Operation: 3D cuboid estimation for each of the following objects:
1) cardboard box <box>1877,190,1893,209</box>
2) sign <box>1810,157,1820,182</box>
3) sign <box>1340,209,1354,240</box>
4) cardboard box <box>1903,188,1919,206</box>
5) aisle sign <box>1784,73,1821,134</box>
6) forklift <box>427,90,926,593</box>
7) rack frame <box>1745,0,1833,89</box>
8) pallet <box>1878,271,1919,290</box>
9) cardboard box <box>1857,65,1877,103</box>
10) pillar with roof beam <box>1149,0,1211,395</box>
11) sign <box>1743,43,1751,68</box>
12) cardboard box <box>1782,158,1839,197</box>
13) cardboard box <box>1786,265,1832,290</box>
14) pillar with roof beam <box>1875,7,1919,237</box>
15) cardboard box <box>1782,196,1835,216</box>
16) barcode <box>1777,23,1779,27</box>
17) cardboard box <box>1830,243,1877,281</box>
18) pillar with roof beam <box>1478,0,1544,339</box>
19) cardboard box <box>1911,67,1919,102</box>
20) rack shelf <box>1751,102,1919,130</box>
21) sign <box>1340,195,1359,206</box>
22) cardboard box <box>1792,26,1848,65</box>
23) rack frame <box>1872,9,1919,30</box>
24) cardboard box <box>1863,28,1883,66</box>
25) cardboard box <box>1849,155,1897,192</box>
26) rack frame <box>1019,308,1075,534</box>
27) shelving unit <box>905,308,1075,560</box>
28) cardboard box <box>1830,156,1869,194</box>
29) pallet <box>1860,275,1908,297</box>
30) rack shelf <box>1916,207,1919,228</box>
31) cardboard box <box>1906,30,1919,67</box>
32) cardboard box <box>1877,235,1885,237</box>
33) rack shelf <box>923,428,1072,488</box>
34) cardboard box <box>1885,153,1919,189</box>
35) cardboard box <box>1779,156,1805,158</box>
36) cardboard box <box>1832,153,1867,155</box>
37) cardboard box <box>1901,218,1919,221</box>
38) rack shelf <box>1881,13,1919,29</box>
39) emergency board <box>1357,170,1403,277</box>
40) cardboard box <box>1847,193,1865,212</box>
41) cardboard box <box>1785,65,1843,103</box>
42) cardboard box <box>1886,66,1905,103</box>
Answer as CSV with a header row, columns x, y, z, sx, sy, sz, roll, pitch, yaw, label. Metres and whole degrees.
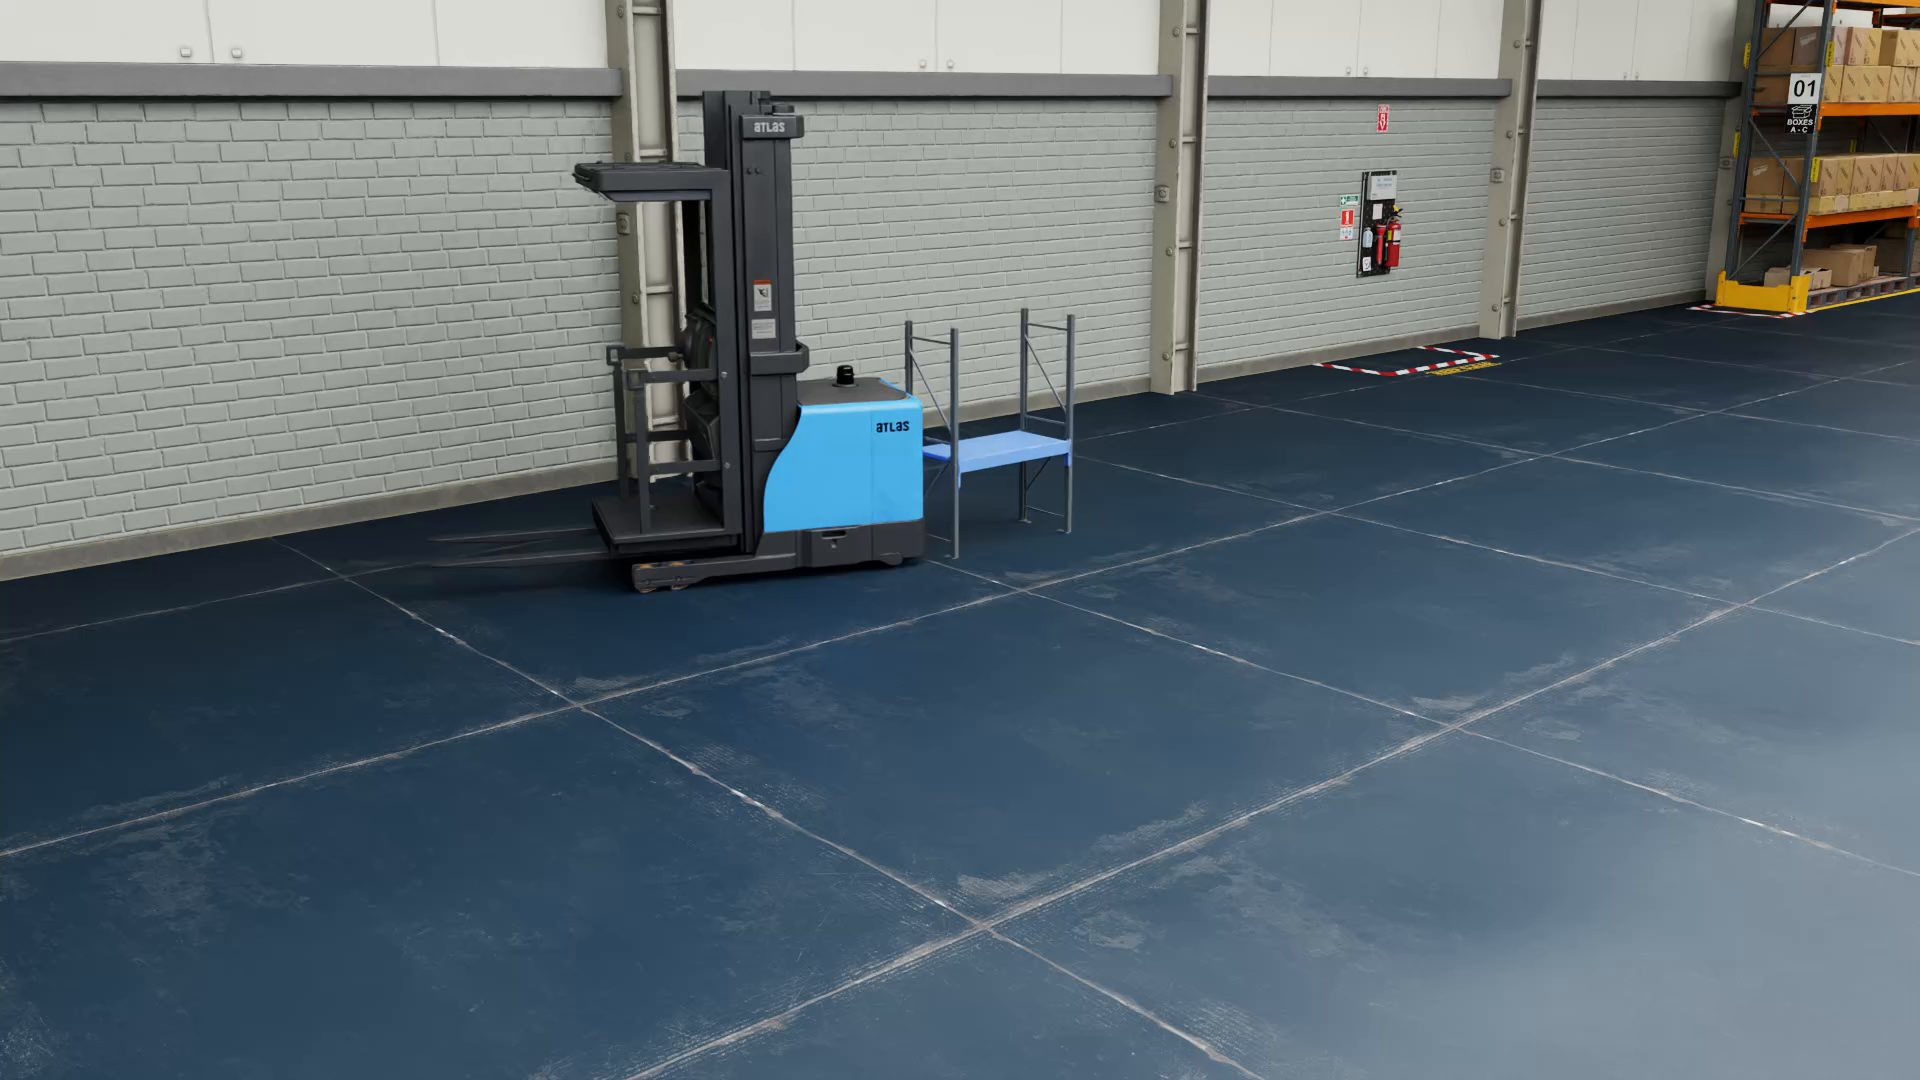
x,y,z,sx,sy,sz,roll,pitch,yaw,label
13.366,-5.022,24.492,0.500,0.250,0.500,-13,20,-40,cardboard box
11.614,-5.030,22.593,0.005,0.325,0.100,-13,19,-39,sign
4.317,-3.521,18.549,0.234,0.329,0.001,-13,19,-39,sign
14.116,-5.193,25.132,0.500,0.250,0.500,-13,19,-39,cardboard box
11.400,-5.903,22.500,0.004,0.787,0.394,-13,19,-39,aisle sign
-1.795,-1.251,10.254,3.031,2.935,1.130,-5,16,-18,forklift
11.257,-7.616,22.326,0.127,3.000,1.000,-13,19,-39,rack frame
14.861,-4.180,26.491,1.213,0.211,1.003,-13,19,-39,pallet
12.491,-6.406,23.374,0.500,0.500,0.500,-12,19,-37,cardboard box
4.991,-5.032,12.652,0.400,9.000,9.100,-13,19,-39,pillar with roof beam
10.908,-6.706,23.016,0.005,0.325,0.100,-13,19,-39,sign
11.815,-5.040,23.104,0.500,0.500,0.500,-13,19,-39,cardboard box
12.268,-3.828,24.125,0.500,0.311,0.500,-11,18,-35,cardboard box
18.570,-8.082,24.068,0.400,9.000,9.100,-13,19,-39,pillar with roof beam
11.834,-4.676,23.195,0.500,0.250,0.500,-13,20,-41,cardboard box
11.465,-7.206,23.308,0.075,0.075,0.001,-13,19,-39,barcode
13.518,-4.217,25.215,0.500,0.500,0.500,14,21,43,cardboard box
9.517,-6.049,16.457,0.400,9.000,9.100,-13,19,-39,pillar with roof beam
14.054,-6.769,24.732,0.500,0.500,0.500,-12,19,-38,cardboard box
12.766,-6.158,24.074,4.000,0.370,1.077,-13,19,-39,rack shelf
4.326,-3.776,18.478,0.331,0.109,0.001,-13,19,-39,sign
11.707,-6.726,22.636,0.500,0.500,0.500,14,21,43,cardboard box
14.275,-8.294,24.862,0.127,3.000,1.000,-13,19,-39,rack frame
12.498,-6.890,23.250,0.500,0.500,0.500,-12,19,-38,cardboard box
13.361,-5.386,24.399,0.500,0.500,0.500,-13,20,-41,cardboard box
0.591,-0.817,11.403,0.032,1.500,0.500,-12,19,-39,rack frame
0.204,-0.732,11.084,1.048,1.500,0.538,-12,19,-39,shelving unit
12.588,-5.208,23.733,0.500,0.500,0.500,-13,20,-41,cardboard box
13.791,-3.928,25.545,1.213,0.211,1.003,-13,19,-39,pallet
15.784,-5.387,26.998,4.000,0.370,1.077,-13,19,-39,rack shelf
13.666,-7.153,24.233,0.500,0.500,0.500,-11,19,-36,cardboard box
15.176,-4.626,26.746,0.500,0.500,0.700,-13,20,-40,cardboard box
0.204,-0.558,11.131,1.000,0.185,0.538,-12,19,-39,rack shelf
14.121,-5.555,25.031,0.500,0.500,0.500,-13,20,-39,cardboard box
11.860,-5.222,23.786,0.500,0.500,0.500,-12,19,-39,cardboard box
13.390,-5.569,25.086,0.500,0.500,0.500,-13,20,-40,cardboard box
15.539,-5.055,26.899,0.500,0.250,0.500,-13,20,-41,cardboard box
15.784,-8.092,26.275,4.000,0.370,1.077,-13,19,-39,rack shelf
4.802,-3.577,18.830,0.643,1.169,0.194,-13,19,-39,emergency board
12.604,-4.852,23.853,0.500,0.250,0.500,-13,20,-40,cardboard box
11.674,-6.233,22.727,0.500,0.500,0.500,-12,19,-38,cardboard box
13.273,-6.585,24.043,0.500,0.500,0.500,-14,20,-41,cardboard box
